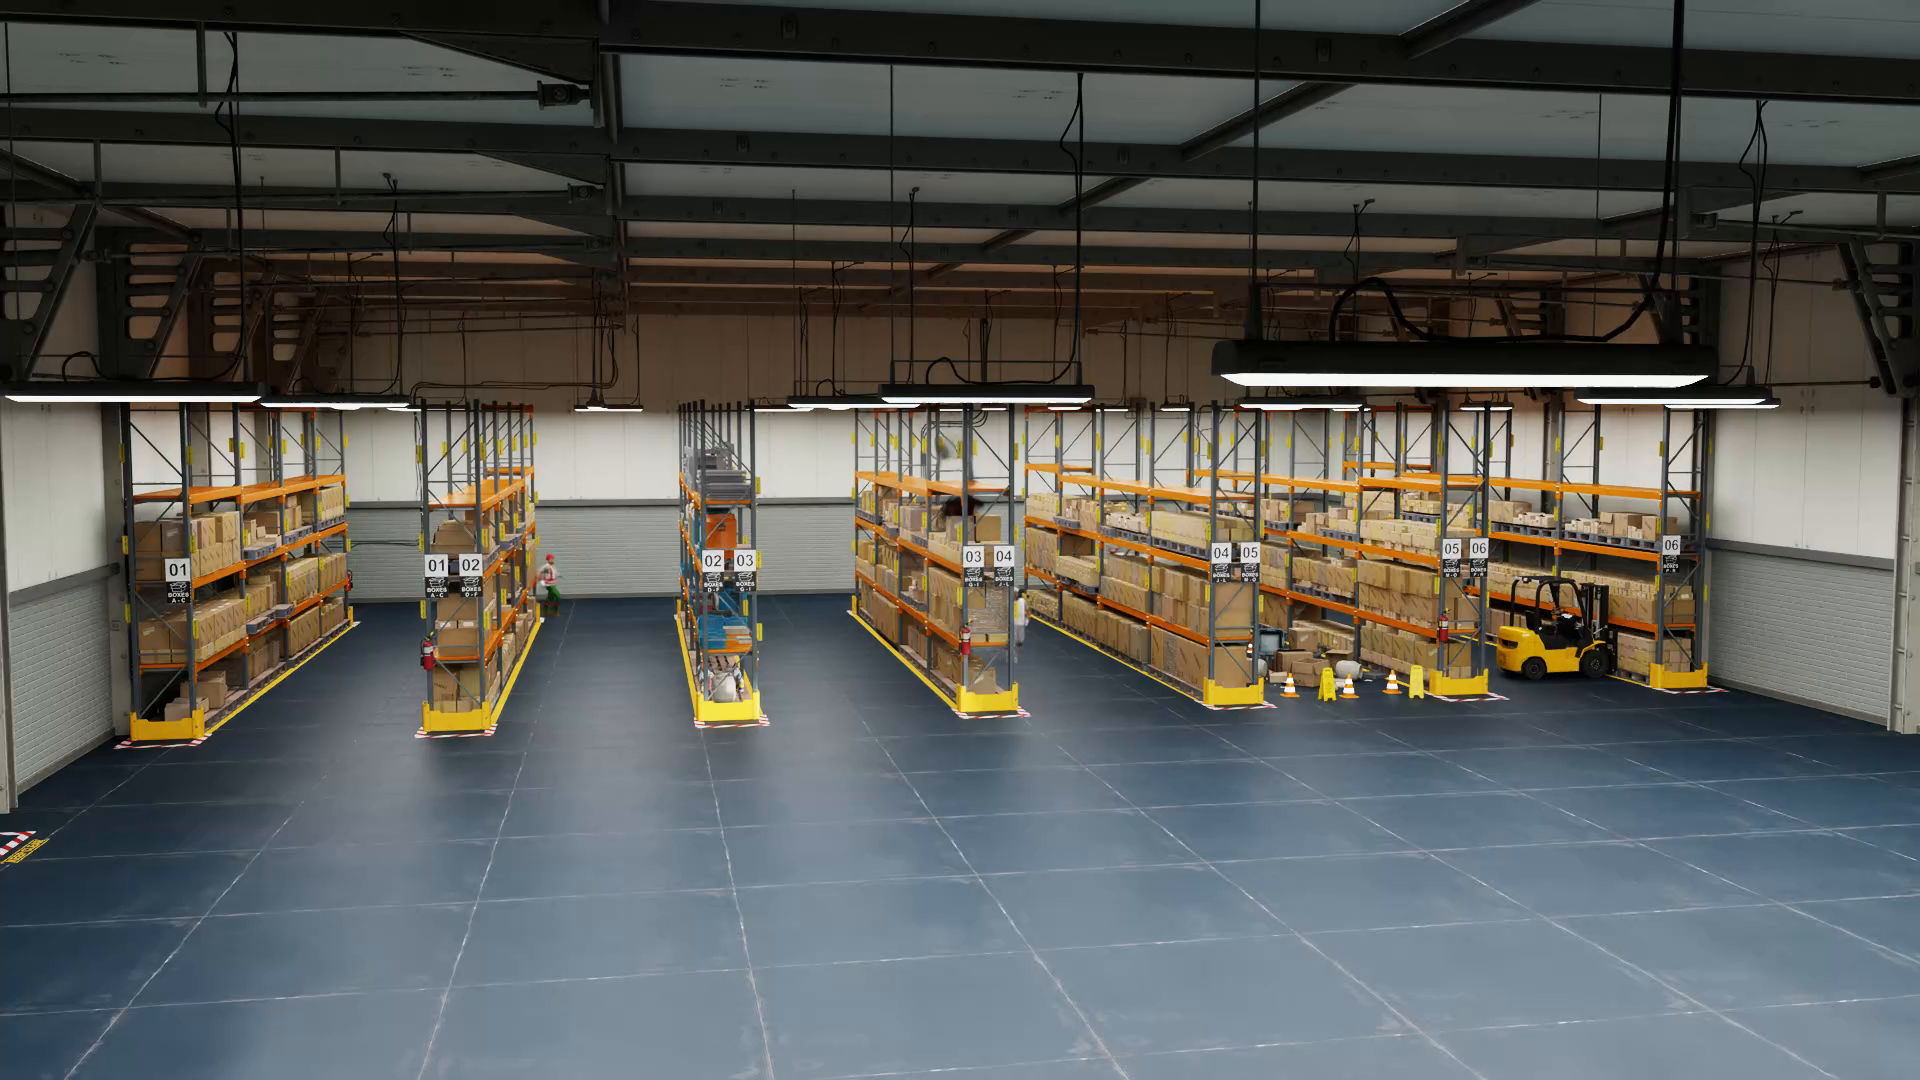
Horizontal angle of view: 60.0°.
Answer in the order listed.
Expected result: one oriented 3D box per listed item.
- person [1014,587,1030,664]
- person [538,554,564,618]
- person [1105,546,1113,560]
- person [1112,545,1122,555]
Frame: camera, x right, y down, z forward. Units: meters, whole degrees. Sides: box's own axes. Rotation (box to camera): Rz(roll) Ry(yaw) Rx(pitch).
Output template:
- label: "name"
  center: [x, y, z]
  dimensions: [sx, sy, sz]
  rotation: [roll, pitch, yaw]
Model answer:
- label: "person"
  center: [1.278, 1.958, 38.431]
  dimensions: [0.685, 1.756, 0.679]
  rotation: [-1, 4, -11]
- label: "person"
  center: [-11.565, 1.310, 46.910]
  dimensions: [0.702, 1.837, 0.775]
  rotation: [1, 4, 10]
- label: "person"
  center: [4.629, 1.011, 51.208]
  dimensions: [0.765, 1.645, 0.642]
  rotation: [-2, 5, -25]
- label: "person"
  center: [4.775, 1.005, 50.528]
  dimensions: [0.943, 1.776, 0.674]
  rotation: [-1, 4, -10]
